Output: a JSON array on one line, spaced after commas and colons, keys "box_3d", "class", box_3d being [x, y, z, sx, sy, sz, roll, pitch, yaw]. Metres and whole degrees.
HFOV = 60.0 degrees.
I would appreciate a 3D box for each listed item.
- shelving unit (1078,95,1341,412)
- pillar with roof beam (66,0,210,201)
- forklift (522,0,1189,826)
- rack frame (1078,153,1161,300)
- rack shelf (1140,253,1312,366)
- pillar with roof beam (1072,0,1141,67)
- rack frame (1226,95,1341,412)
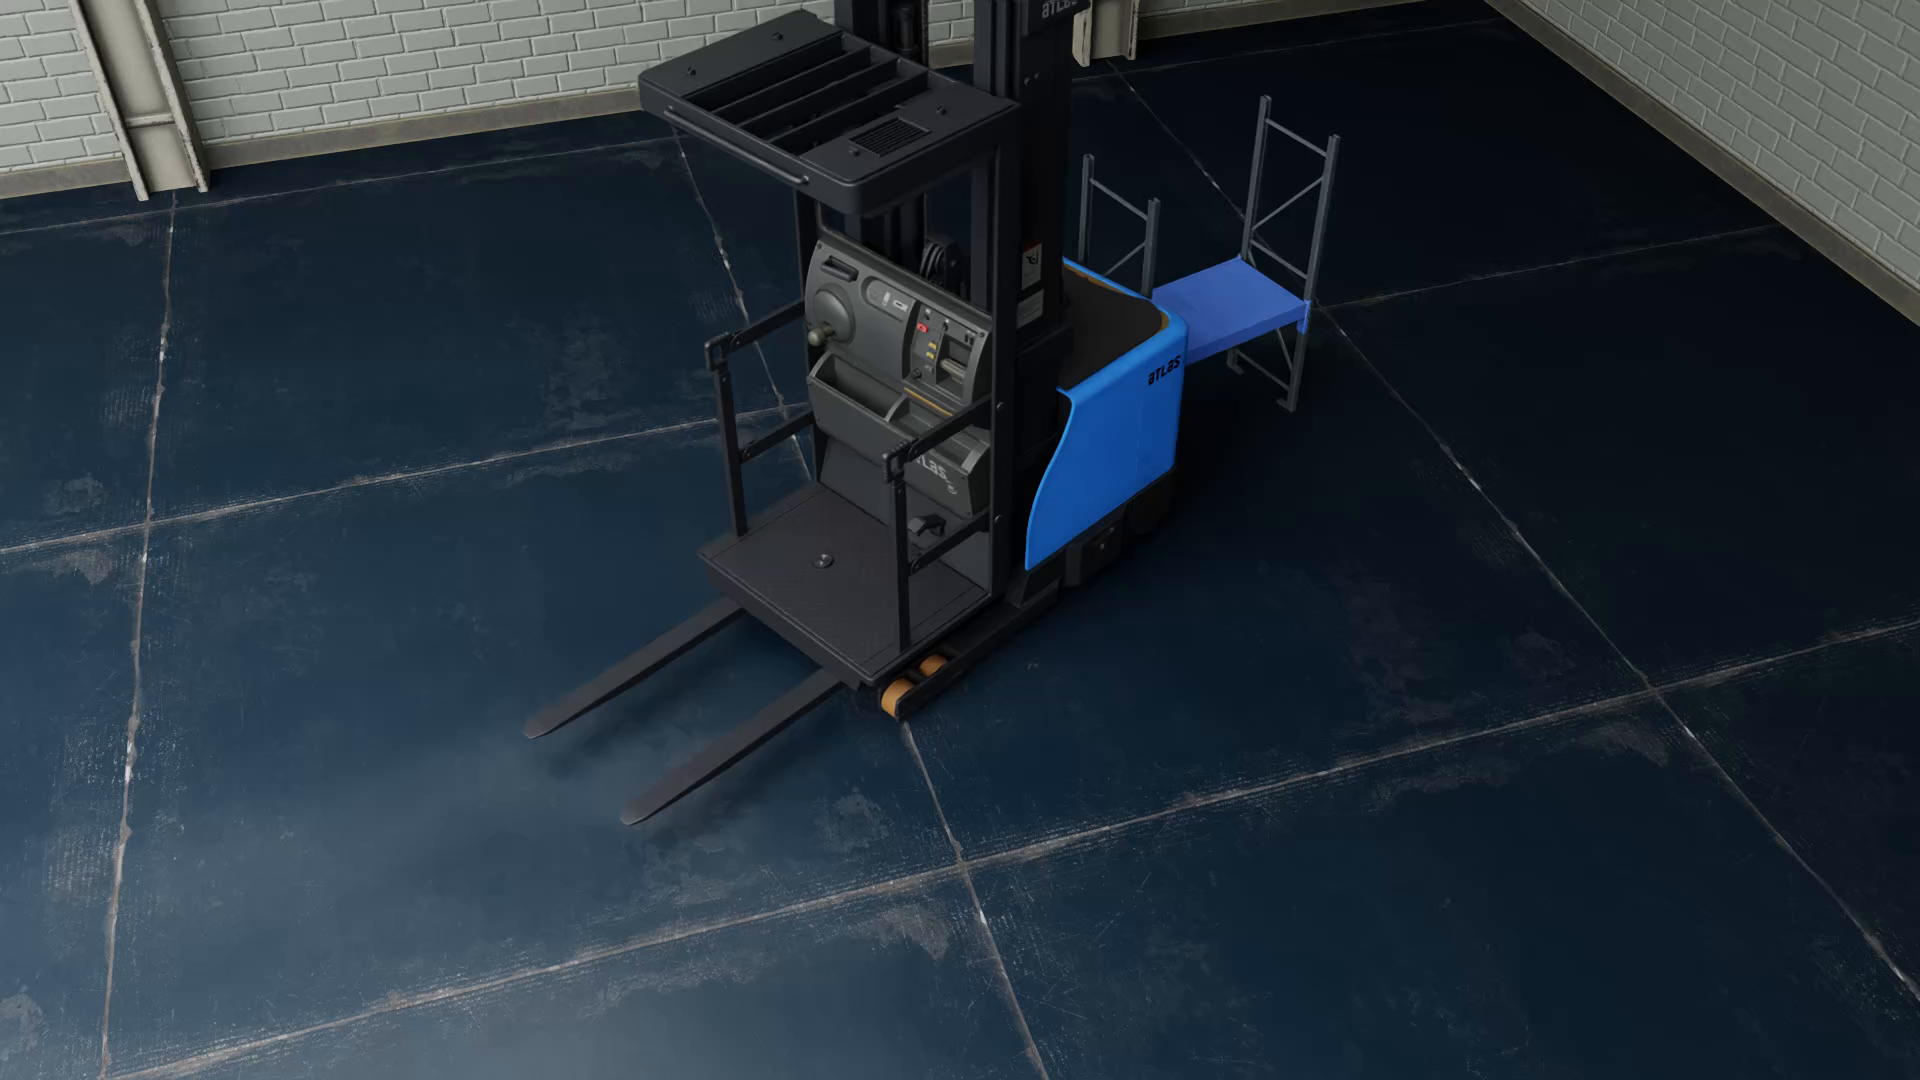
[{"box_3d": [1.112, -1.164, 7.792, 1.048, 1.500, 0.538, -23, 46, -24], "class": "shelving unit"}, {"box_3d": [-3.459, -2.844, 4.016, 0.400, 9.000, 9.100, -12, 42, -13], "class": "pillar with roof beam"}, {"box_3d": [-0.399, -0.760, 6.241, 1.130, 2.935, 3.031, 33, 51, 32], "class": "forklift"}, {"box_3d": [0.688, -0.980, 7.581, 0.032, 1.500, 0.500, -23, 46, -24], "class": "rack frame"}, {"box_3d": [1.112, -1.029, 7.911, 1.000, 0.185, 0.538, -23, 46, -24], "class": "rack shelf"}, {"box_3d": [2.264, -4.030, 5.373, 0.400, 9.000, 9.100, -12, 42, -13], "class": "pillar with roof beam"}, {"box_3d": [1.536, -1.348, 8.003, 0.032, 1.500, 0.500, -23, 46, -24], "class": "rack frame"}]
